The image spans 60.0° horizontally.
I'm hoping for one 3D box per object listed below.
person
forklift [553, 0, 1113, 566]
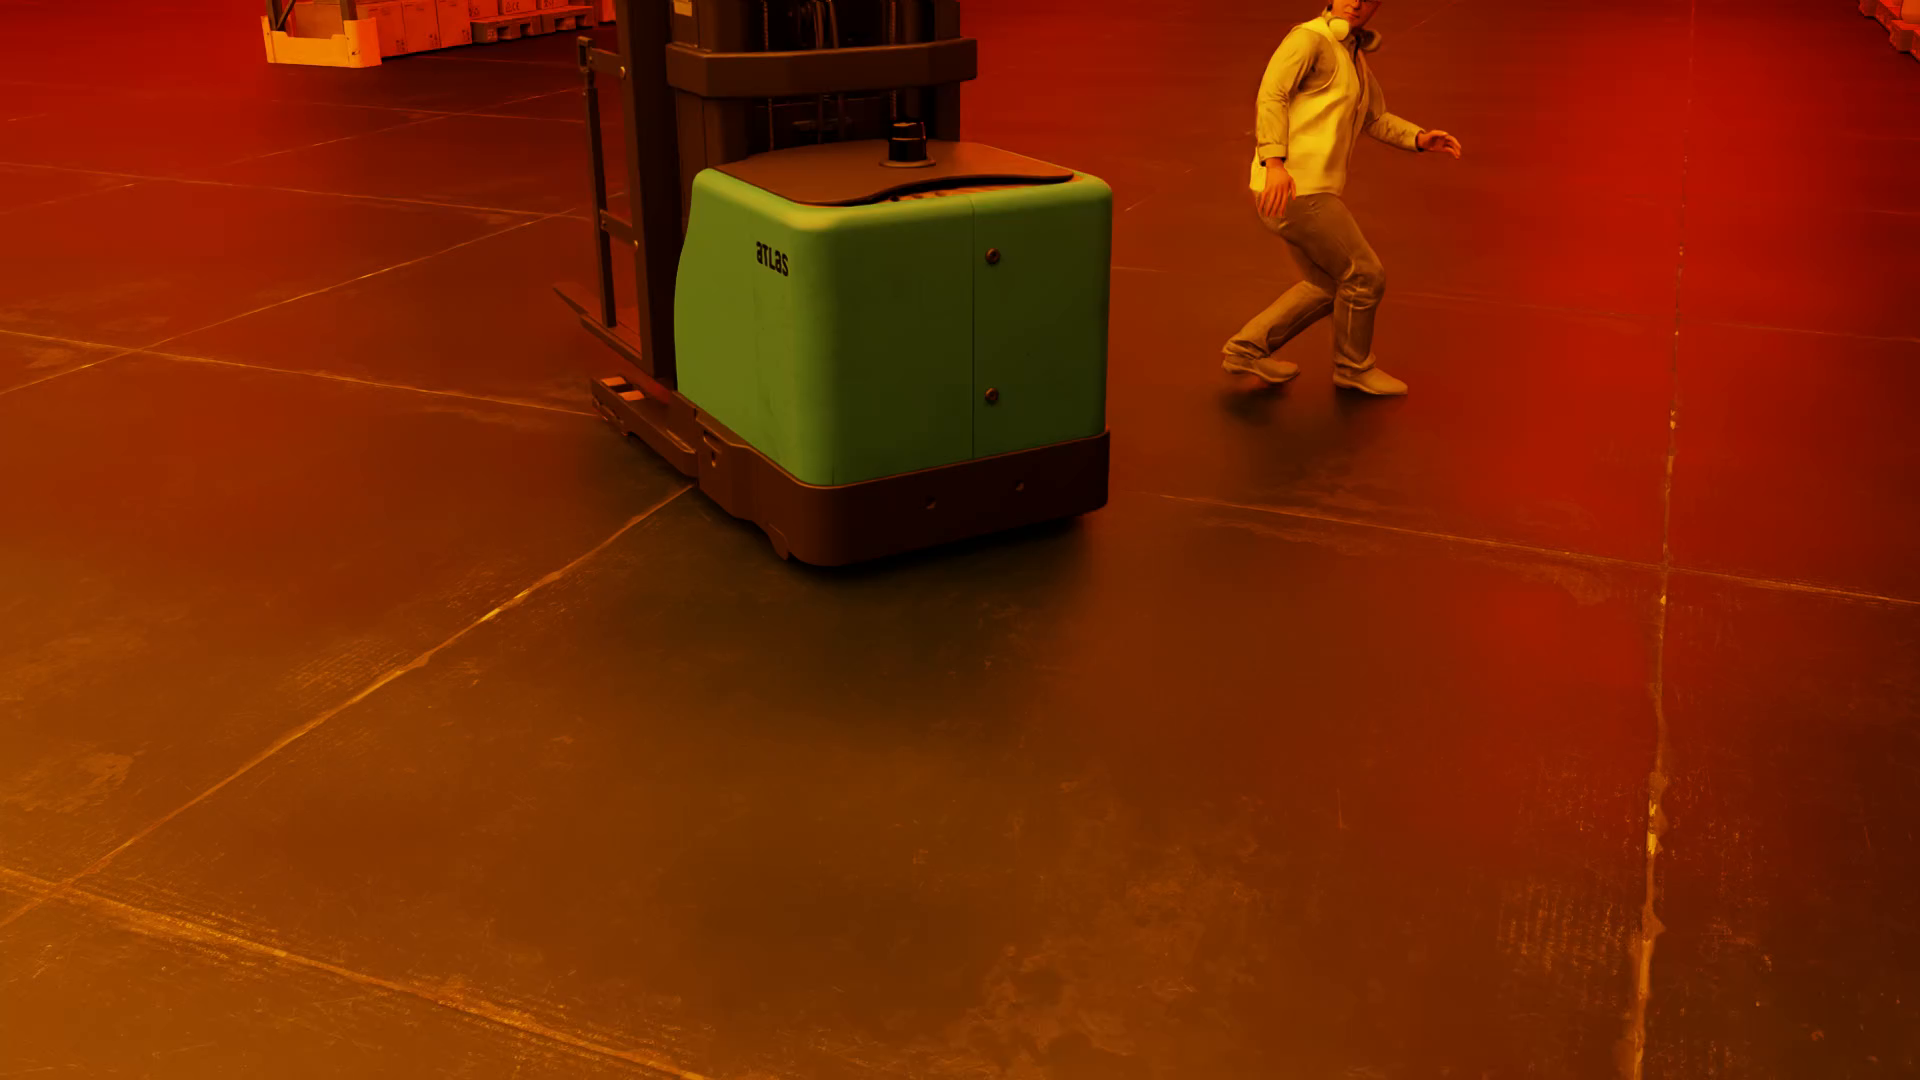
[{"bbox_3d":[1.403,-1.295,6.095,0.807,1.648,0.818,6,23,14],"label":"person"},{"bbox_3d":[-0.706,-1.802,5.604,1.130,2.935,3.031,-12,26,-27],"label":"forklift"}]
